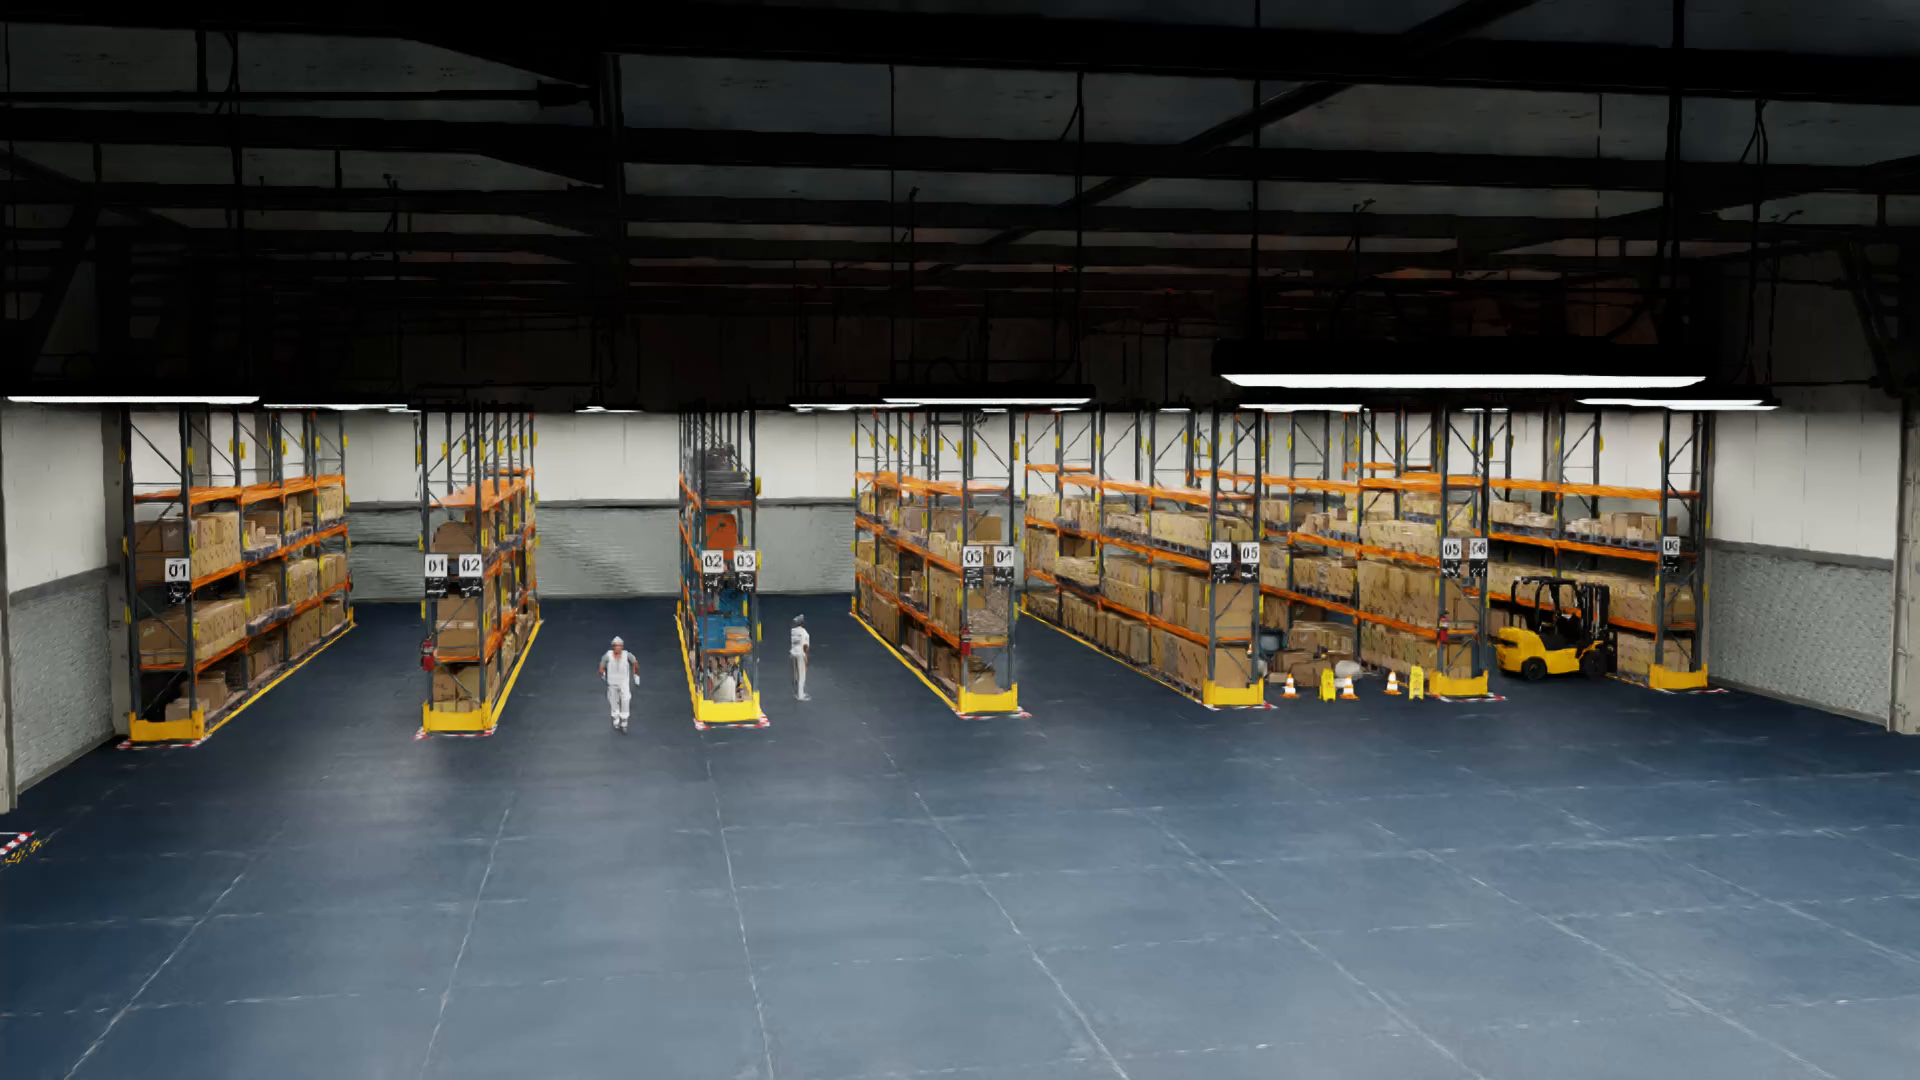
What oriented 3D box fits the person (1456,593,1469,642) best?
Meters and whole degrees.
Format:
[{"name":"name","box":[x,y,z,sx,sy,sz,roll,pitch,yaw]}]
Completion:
[{"name":"person","box":[11.349,2.030,37.761,0.532,1.674,0.532,1,4,15]}]

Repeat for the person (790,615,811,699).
[{"name":"person","box":[-3.200,2.349,33.495,0.416,1.679,0.507,-4,6,-41]}]

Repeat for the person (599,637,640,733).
[{"name":"person","box":[-6.163,2.590,30.077,0.703,1.721,0.835,0,4,-6]}]
